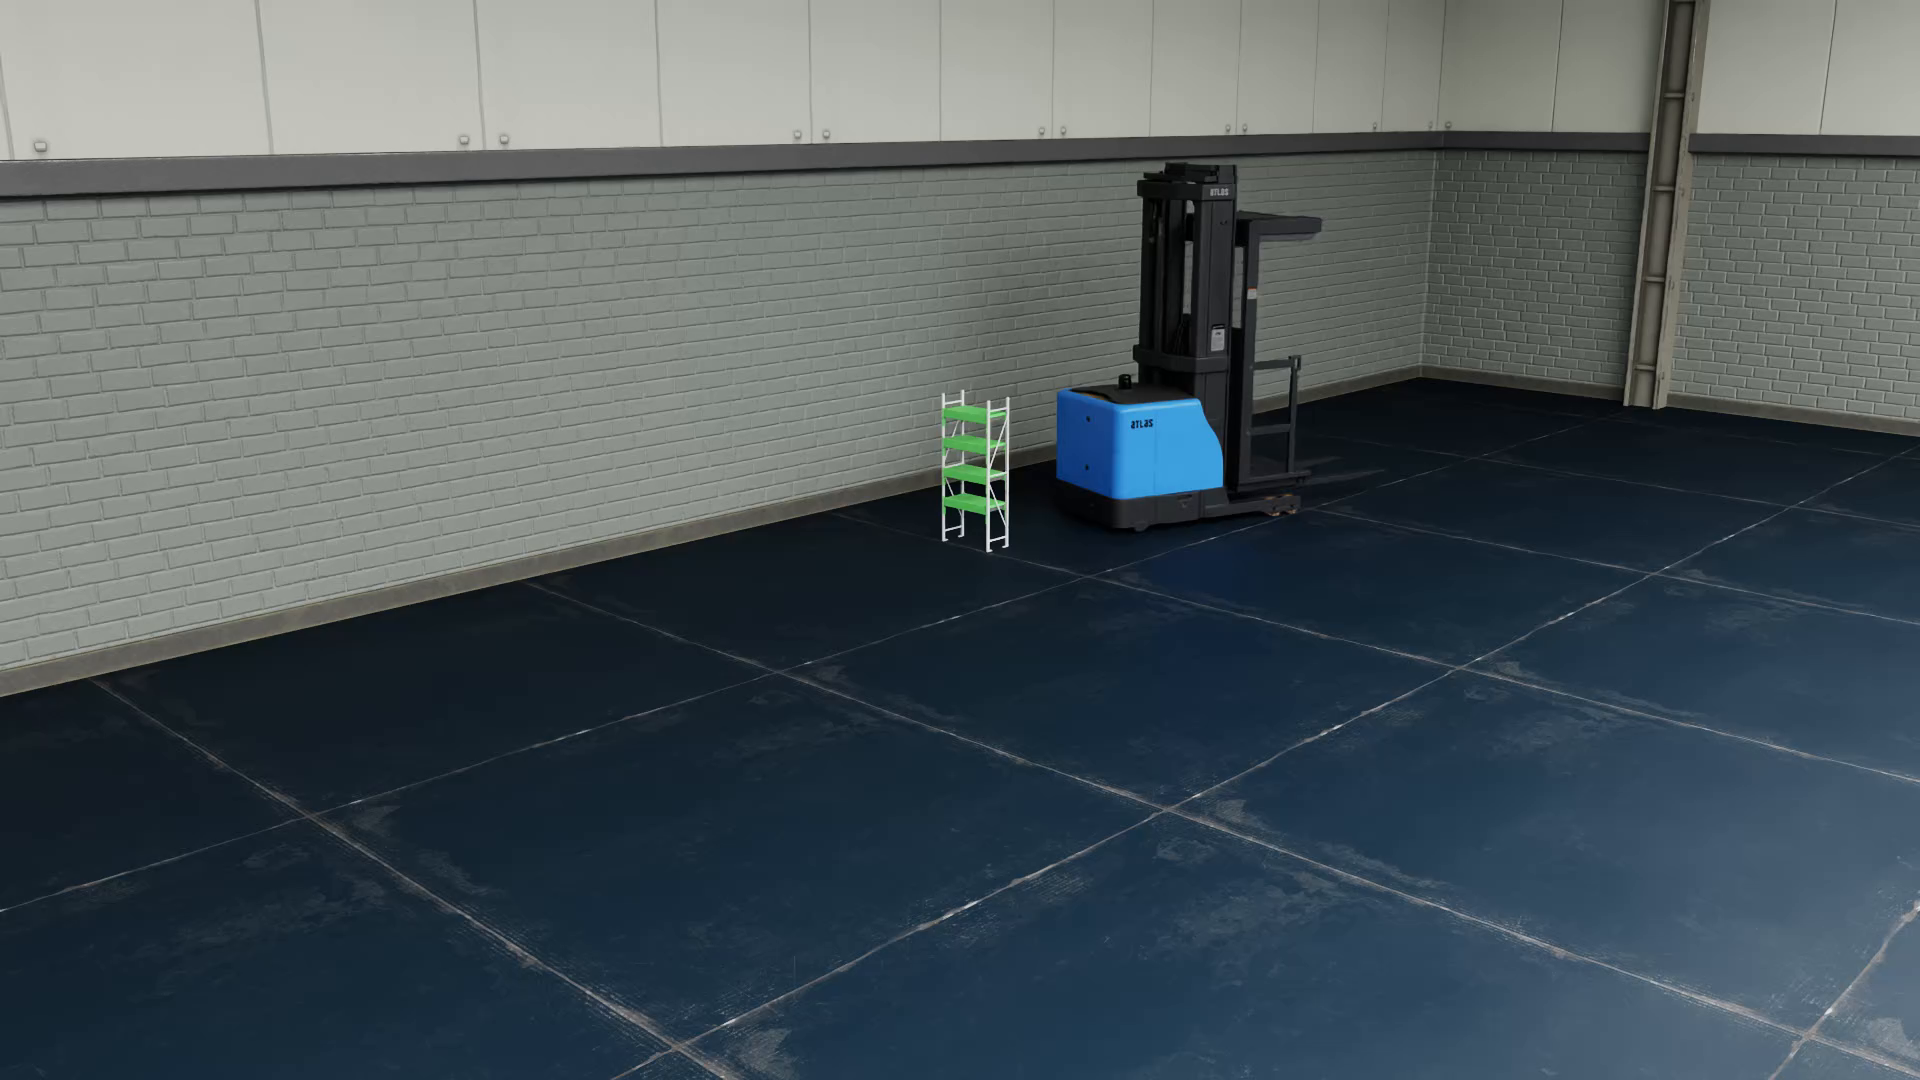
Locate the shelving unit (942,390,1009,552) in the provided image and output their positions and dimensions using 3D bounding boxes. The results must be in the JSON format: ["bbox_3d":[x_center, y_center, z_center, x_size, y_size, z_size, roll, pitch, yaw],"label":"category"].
[{"bbox_3d":[0.119,-0.552,13.170,0.503,1.200,0.258,14,20,42],"label":"shelving unit"}]

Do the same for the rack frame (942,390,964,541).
[{"bbox_3d":[-0.057,-0.594,13.333,0.015,1.200,0.240,14,20,42],"label":"rack frame"}]

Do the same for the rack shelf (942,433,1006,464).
[{"bbox_3d":[0.119,-0.722,13.125,0.480,0.148,0.258,14,20,42],"label":"rack shelf"}]

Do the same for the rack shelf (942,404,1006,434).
[{"bbox_3d":[0.119,-0.954,13.065,0.480,0.148,0.258,14,20,42],"label":"rack shelf"}]

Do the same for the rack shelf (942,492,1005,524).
[{"bbox_3d":[0.119,-0.258,13.246,0.480,0.148,0.258,14,20,42],"label":"rack shelf"}]

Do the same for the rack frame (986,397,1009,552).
[{"bbox_3d":[0.295,-0.509,13.006,0.015,1.200,0.240,14,20,42],"label":"rack frame"}]

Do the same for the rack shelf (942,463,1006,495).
[{"bbox_3d":[0.119,-0.490,13.186,0.480,0.148,0.258,14,20,42],"label":"rack shelf"}]

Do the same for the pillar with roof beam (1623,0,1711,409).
[{"bbox_3d":[5.032,-5.147,15.339,0.400,9.000,9.100,14,20,42],"label":"pillar with roof beam"}]

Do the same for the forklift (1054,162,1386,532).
[{"bbox_3d":[2.353,-1.729,14.254,3.031,2.935,1.130,-8,16,-27],"label":"forklift"}]
